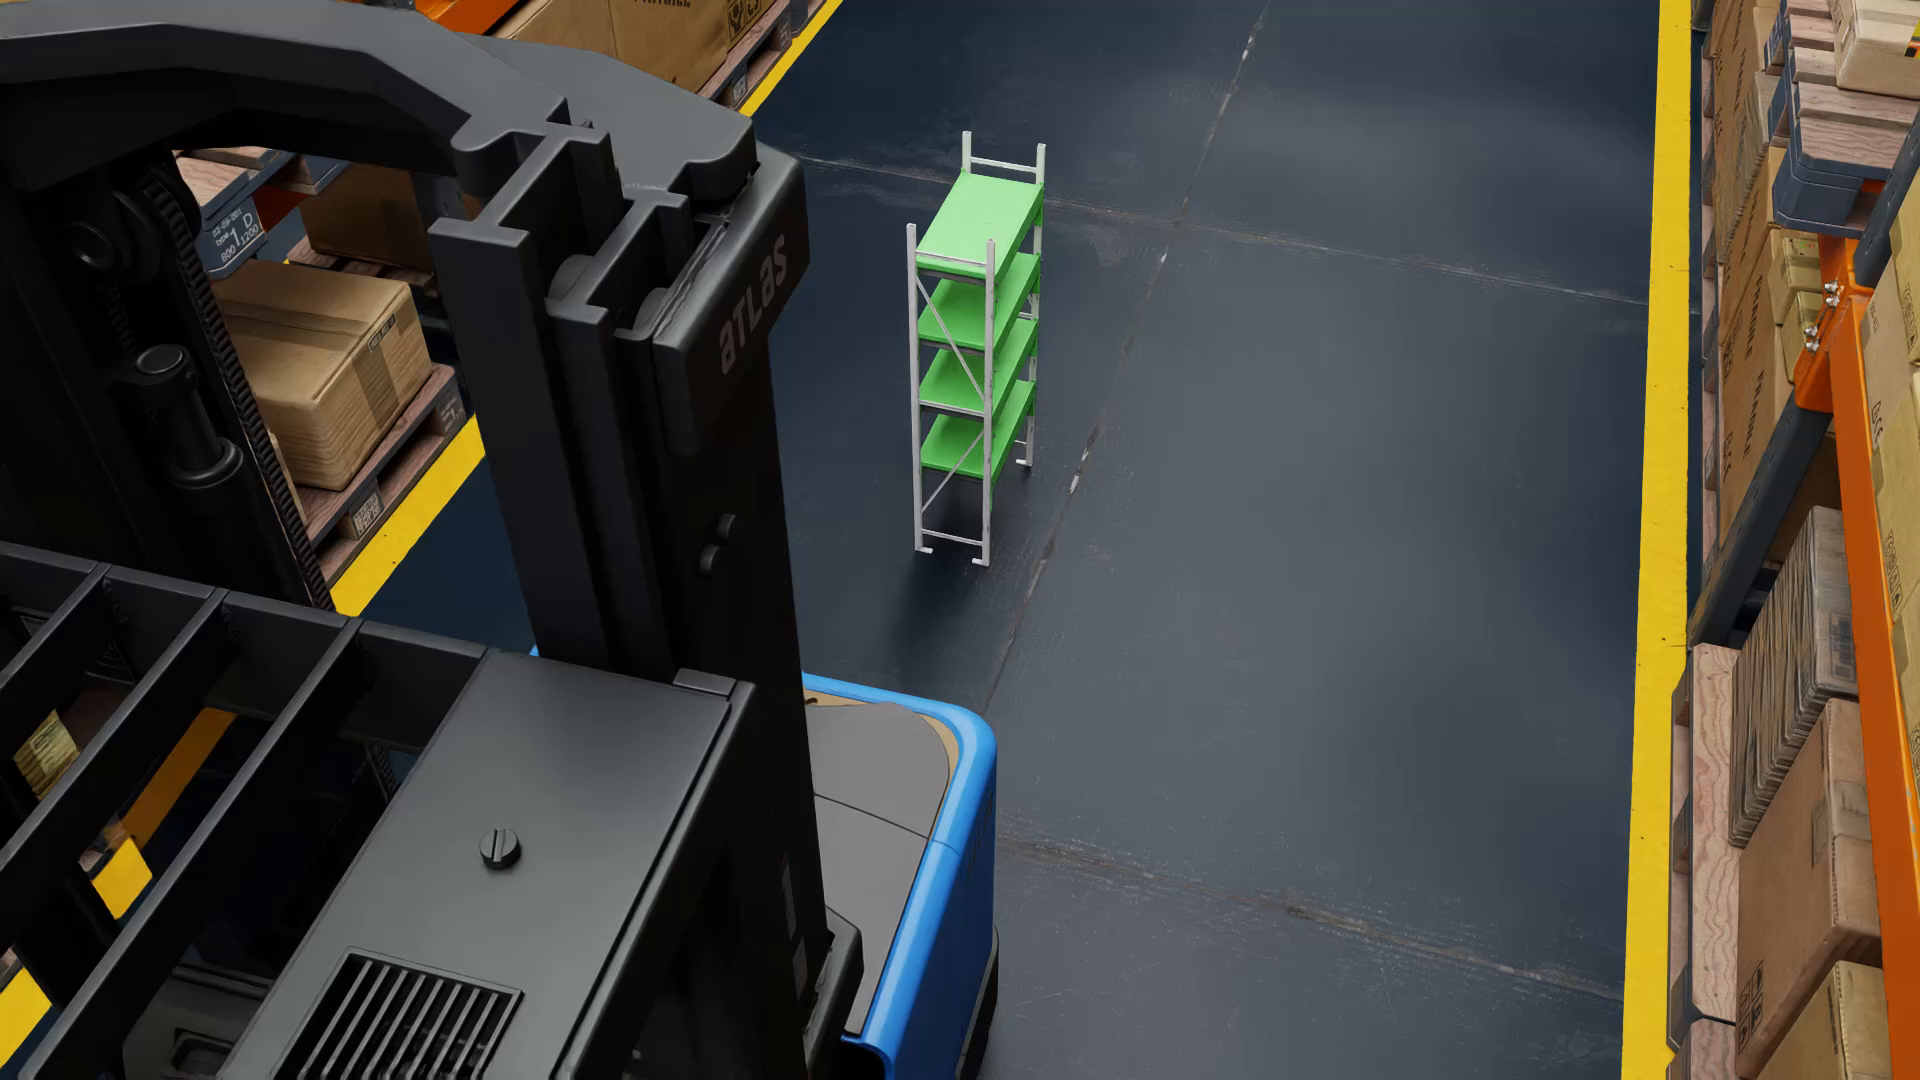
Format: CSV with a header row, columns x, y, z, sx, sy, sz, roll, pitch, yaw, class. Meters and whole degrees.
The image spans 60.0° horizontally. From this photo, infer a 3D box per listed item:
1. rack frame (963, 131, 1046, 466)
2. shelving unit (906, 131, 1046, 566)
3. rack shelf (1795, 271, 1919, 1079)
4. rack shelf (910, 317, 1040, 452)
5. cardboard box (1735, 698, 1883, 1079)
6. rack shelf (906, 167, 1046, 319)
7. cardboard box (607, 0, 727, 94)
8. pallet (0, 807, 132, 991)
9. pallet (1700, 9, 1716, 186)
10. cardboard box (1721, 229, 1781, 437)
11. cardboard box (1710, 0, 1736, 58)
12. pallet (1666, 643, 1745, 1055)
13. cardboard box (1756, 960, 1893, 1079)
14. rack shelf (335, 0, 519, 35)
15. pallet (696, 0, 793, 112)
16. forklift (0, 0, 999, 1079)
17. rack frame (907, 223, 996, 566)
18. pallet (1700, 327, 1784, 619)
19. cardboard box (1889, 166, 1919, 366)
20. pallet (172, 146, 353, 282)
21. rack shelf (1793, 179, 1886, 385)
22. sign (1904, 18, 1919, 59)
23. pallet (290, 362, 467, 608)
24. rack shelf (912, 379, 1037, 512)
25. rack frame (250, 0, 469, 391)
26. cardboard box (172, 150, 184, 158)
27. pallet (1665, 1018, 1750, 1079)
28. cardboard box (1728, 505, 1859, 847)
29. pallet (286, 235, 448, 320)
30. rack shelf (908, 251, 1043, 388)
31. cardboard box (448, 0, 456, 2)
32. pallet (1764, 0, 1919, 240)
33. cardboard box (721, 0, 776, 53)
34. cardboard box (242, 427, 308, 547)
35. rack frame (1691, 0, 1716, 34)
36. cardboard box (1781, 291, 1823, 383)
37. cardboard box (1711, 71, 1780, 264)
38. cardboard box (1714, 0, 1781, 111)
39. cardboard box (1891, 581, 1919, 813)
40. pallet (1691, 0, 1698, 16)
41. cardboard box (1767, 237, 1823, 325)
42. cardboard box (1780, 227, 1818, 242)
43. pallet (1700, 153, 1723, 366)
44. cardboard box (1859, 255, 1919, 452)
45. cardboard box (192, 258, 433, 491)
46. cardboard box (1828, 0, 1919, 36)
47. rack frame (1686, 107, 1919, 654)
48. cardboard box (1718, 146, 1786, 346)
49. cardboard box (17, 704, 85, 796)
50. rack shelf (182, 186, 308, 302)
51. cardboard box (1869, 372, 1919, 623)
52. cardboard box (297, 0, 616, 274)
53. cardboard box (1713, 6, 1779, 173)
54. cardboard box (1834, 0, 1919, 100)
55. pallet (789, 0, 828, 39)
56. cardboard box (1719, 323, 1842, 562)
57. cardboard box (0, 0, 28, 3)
x,y,z,sx,sy,sz,roll,pitch,yaw,class
0.124,-0.702,5.109,0.240,1.200,0.015,13,46,13,rack frame
0.050,-0.539,4.943,0.258,1.200,0.503,13,46,13,shelving unit
2.034,0.916,2.683,1.077,0.370,4.000,13,46,13,rack shelf
0.050,-0.494,4.988,0.258,0.148,0.480,13,46,13,rack shelf
2.248,0.875,3.609,0.875,0.625,0.625,14,46,14,cardboard box
0.050,-0.837,4.652,0.258,0.148,0.480,13,46,13,rack shelf
-1.529,-2.150,6.521,0.875,0.875,0.875,13,46,13,cardboard box
-2.701,0.605,4.481,1.003,0.211,1.213,13,46,13,pallet
3.641,-1.793,6.932,1.003,0.211,1.213,13,46,13,pallet
2.725,-0.590,5.195,0.500,0.500,0.500,12,46,12,cardboard box
3.490,-2.322,6.965,0.500,0.500,0.500,14,46,14,cardboard box
2.353,0.863,4.217,1.003,0.211,1.213,13,46,13,pallet
2.044,1.323,3.150,0.875,0.625,0.625,11,45,11,cardboard box
-1.486,-2.799,6.480,1.077,0.370,4.000,13,46,13,rack shelf
-1.410,-2.046,7.190,1.003,0.211,1.213,13,46,13,pallet
-0.792,0.974,2.159,1.130,2.935,3.031,11,45,11,forklift
-0.024,-0.377,4.777,0.240,1.200,0.015,13,46,13,rack frame
2.902,-0.167,5.270,1.003,0.211,1.213,13,46,13,pallet
2.249,-0.560,3.428,0.500,0.250,0.500,12,46,12,cardboard box
-2.206,-1.157,4.425,1.213,0.211,1.003,13,46,13,pallet
3.246,-1.750,5.408,1.077,0.370,4.000,13,46,13,rack shelf
2.120,-1.168,3.528,0.100,0.325,0.005,13,46,13,sign
-2.330,-0.206,5.309,1.003,0.211,1.213,13,46,13,pallet
0.050,-0.322,5.156,0.258,0.148,0.480,13,46,13,rack shelf
-2.092,-1.723,4.866,1.000,3.000,0.127,13,46,13,rack frame
-2.097,-0.977,3.983,0.380,0.149,0.250,11,45,11,cardboard box
1.982,1.674,3.389,1.003,0.211,1.213,13,46,13,pallet
2.438,0.437,4.056,0.875,0.625,0.625,14,46,14,cardboard box
-1.781,-1.236,6.362,1.003,0.211,1.213,13,46,13,pallet
0.050,-0.665,4.820,0.258,0.148,0.480,13,46,13,rack shelf
-1.704,-1.942,5.197,0.500,0.250,0.500,12,46,12,cardboard box
2.778,-1.072,4.338,1.213,0.211,1.003,13,46,13,pallet
-1.258,-2.746,7.130,0.875,0.875,0.875,14,46,14,cardboard box
-2.488,-0.066,4.751,0.950,0.372,0.625,12,46,12,cardboard box
3.851,-3.340,6.519,1.000,3.000,0.127,13,46,13,rack frame
2.548,-0.545,4.686,0.380,0.149,0.250,10,45,11,cardboard box
3.020,-1.289,5.910,0.500,0.500,0.500,11,45,11,cardboard box
3.338,-1.965,6.601,0.500,0.500,0.500,12,46,12,cardboard box
1.966,0.303,2.903,0.500,0.250,0.500,11,45,11,cardboard box
4.060,-2.801,7.962,1.003,0.211,1.213,13,46,13,pallet
2.601,-0.734,4.879,0.380,0.149,0.250,10,45,10,cardboard box
2.723,-0.900,5.048,0.380,0.149,0.250,11,45,11,cardboard box
3.273,-0.978,6.098,1.003,0.211,1.213,13,46,13,pallet
2.273,-0.376,3.597,0.500,0.250,0.500,13,46,13,cardboard box
-2.272,-0.559,5.255,0.950,0.372,0.625,10,45,10,cardboard box
2.651,-1.542,4.488,0.500,0.250,0.500,11,45,11,cardboard box
2.640,-0.674,3.794,1.000,3.000,0.127,13,46,13,rack frame
2.881,-0.939,5.552,0.500,0.500,0.500,14,46,14,cardboard box
-2.723,0.439,4.236,0.950,0.372,0.625,14,46,14,cardboard box
-2.698,-0.133,3.755,1.077,0.370,4.000,13,46,13,rack shelf
2.116,-0.042,3.256,0.500,0.250,0.500,12,46,12,cardboard box
-1.803,-1.556,5.915,0.875,0.875,0.875,12,46,12,cardboard box
3.183,-1.633,6.262,0.500,0.500,0.500,11,45,11,cardboard box
2.473,-1.254,4.266,0.380,0.149,0.250,13,46,13,cardboard box
-1.042,-2.862,8.024,1.003,0.211,1.213,13,46,13,pallet
2.563,-0.258,4.856,0.500,0.500,0.500,14,46,14,cardboard box
-2.262,-0.970,3.512,0.500,0.500,0.500,10,45,10,cardboard box
